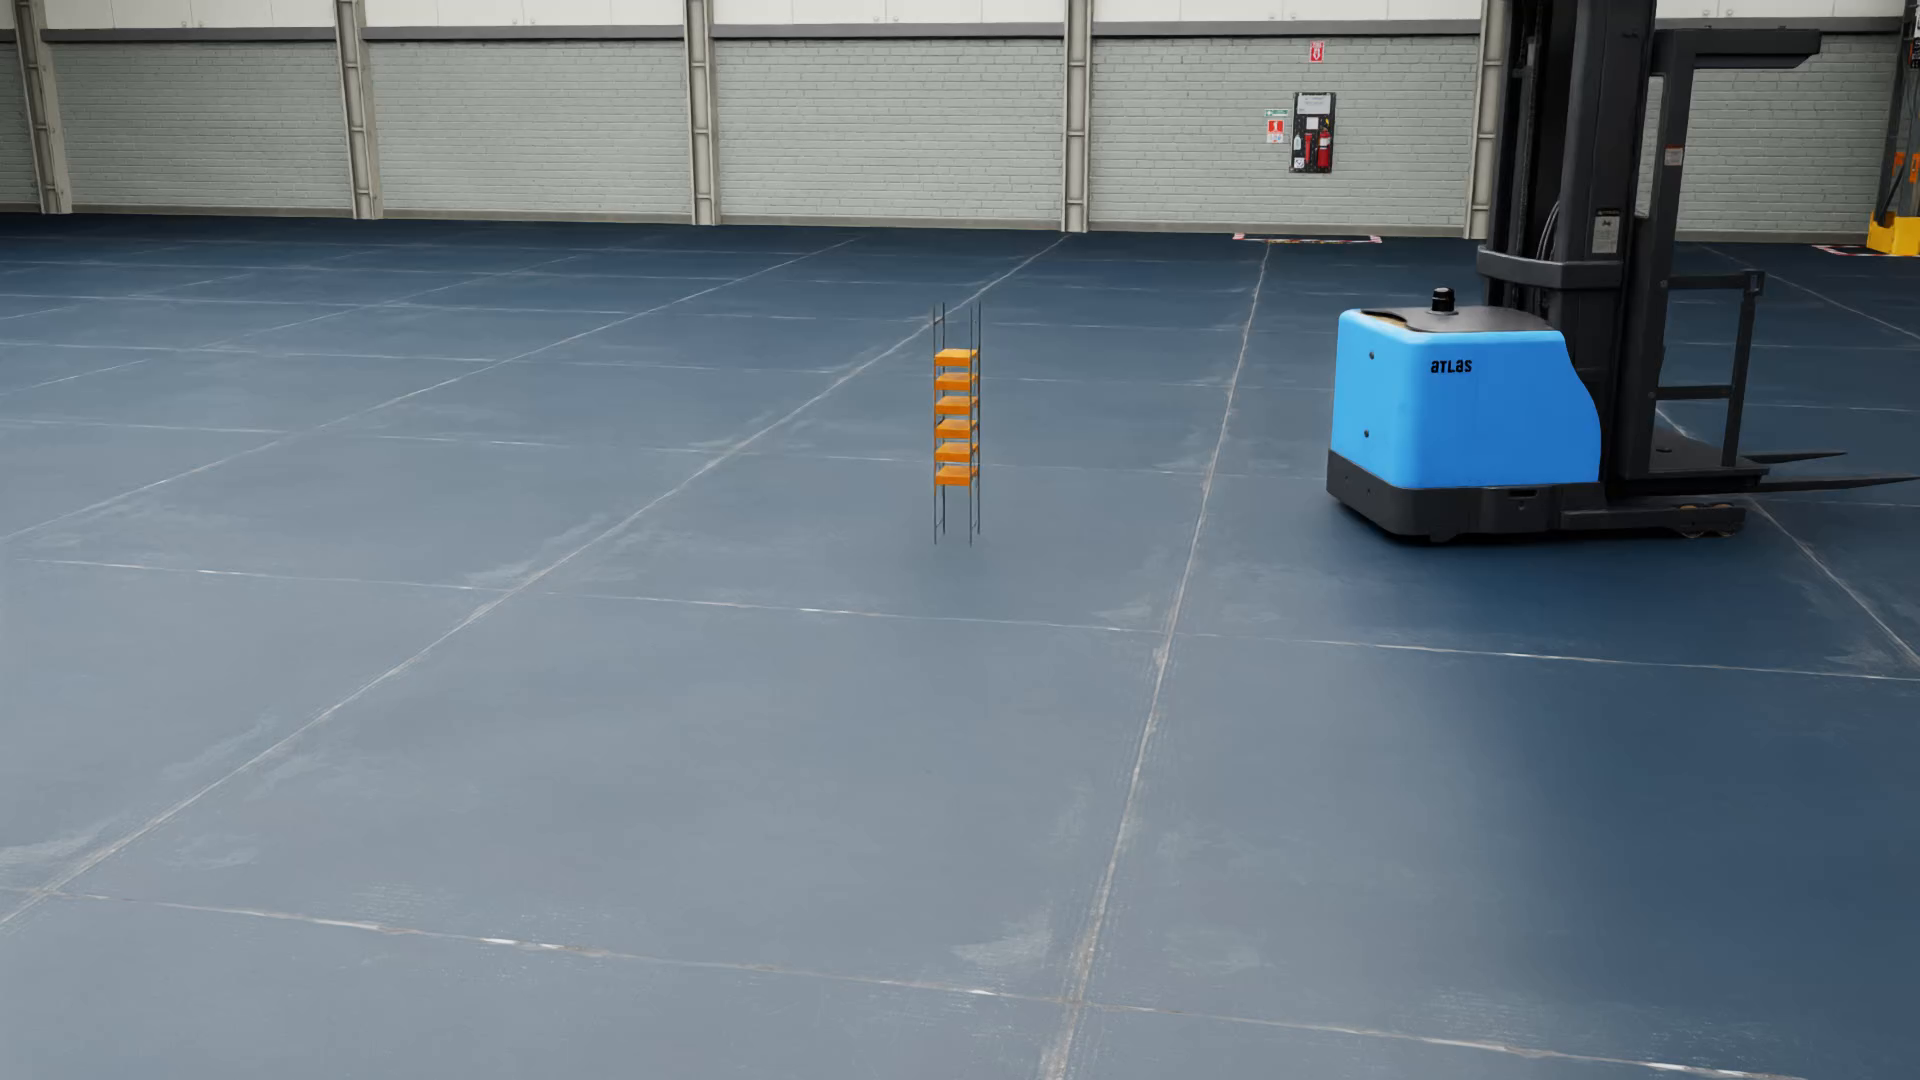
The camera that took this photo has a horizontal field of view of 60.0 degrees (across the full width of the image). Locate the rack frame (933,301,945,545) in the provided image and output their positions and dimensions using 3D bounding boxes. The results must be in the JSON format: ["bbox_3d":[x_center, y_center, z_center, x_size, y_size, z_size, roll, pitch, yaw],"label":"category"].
[{"bbox_3d":[-0.104,-0.584,8.352,0.006,1.200,0.240,3,16,11],"label":"rack frame"}]

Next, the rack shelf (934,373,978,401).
[{"bbox_3d":[-0.014,-0.767,8.282,0.180,0.103,0.258,3,16,11],"label":"rack shelf"}]

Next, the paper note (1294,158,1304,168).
[{"bbox_3d":[5.089,-5.655,24.939,0.142,0.148,0.016,3,16,11],"label":"paper note"}]

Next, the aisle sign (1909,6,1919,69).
[{"bbox_3d":[12.554,-6.581,21.760,0.004,0.787,0.394,3,16,11],"label":"aisle sign"}]

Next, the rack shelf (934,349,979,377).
[{"bbox_3d":[-0.014,-0.883,8.250,0.180,0.103,0.258,3,16,11],"label":"rack shelf"}]

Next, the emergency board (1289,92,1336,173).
[{"bbox_3d":[5.248,-6.052,24.722,0.643,1.169,0.194,3,16,11],"label":"emergency board"}]

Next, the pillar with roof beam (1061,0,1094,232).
[{"bbox_3d":[0.925,-7.995,20.497,0.400,9.000,9.100,3,16,11],"label":"pillar with roof beam"}]

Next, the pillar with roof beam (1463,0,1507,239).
[{"bbox_3d":[6.805,-7.676,19.345,0.400,9.000,9.100,3,16,11],"label":"pillar with roof beam"}]

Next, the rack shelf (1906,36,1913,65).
[{"bbox_3d":[14.644,-6.395,21.688,4.000,0.370,1.077,3,16,11],"label":"rack shelf"}]

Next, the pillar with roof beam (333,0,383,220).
[{"bbox_3d":[-10.834,-8.633,22.802,0.400,9.000,9.100,3,16,11],"label":"pillar with roof beam"}]

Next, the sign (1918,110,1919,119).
[{"bbox_3d":[12.576,-5.678,21.749,0.005,0.325,0.100,3,16,11],"label":"sign"}]

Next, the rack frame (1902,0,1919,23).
[{"bbox_3d":[12.684,-8.294,21.576,0.127,3.000,1.000,3,16,11],"label":"rack frame"}]

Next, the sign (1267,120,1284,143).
[{"bbox_3d":[4.727,-6.126,24.921,0.234,0.329,0.001,3,16,11],"label":"sign"}]

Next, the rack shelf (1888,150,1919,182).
[{"bbox_3d":[14.644,-4.950,22.089,4.000,0.370,1.077,3,16,11],"label":"rack shelf"}]

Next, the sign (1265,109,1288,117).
[{"bbox_3d":[4.730,-6.379,24.841,0.331,0.109,0.001,3,16,11],"label":"sign"}]

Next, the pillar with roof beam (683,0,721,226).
[{"bbox_3d":[-4.955,-8.314,21.650,0.400,9.000,9.100,3,16,11],"label":"pillar with roof beam"}]

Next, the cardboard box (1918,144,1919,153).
[{"bbox_3d":[13.181,-5.366,22.487,0.500,0.250,0.500,3,16,12],"label":"cardboard box"}]

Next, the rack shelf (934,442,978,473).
[{"bbox_3d":[-0.014,-0.421,8.379,0.180,0.103,0.258,3,16,11],"label":"rack shelf"}]

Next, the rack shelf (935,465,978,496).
[{"bbox_3d":[-0.014,-0.305,8.411,0.180,0.103,0.258,3,16,11],"label":"rack shelf"}]

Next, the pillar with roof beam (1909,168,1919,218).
[{"bbox_3d":[12.684,-7.357,18.193,0.400,9.000,9.100,3,16,11],"label":"pillar with roof beam"}]

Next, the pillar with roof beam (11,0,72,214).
[{"bbox_3d":[-16.714,-8.953,23.954,0.400,9.000,9.100,3,16,11],"label":"pillar with roof beam"}]

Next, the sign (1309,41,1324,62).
[{"bbox_3d":[5.260,-7.196,24.508,0.199,0.298,0.001,3,16,11],"label":"sign"}]

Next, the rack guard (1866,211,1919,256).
[{"bbox_3d":[12.758,-4.194,22.696,0.348,0.500,1.175,3,16,11],"label":"rack guard"}]

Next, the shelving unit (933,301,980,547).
[{"bbox_3d":[-0.014,-0.579,8.335,0.189,1.200,0.258,3,16,11],"label":"shelving unit"}]

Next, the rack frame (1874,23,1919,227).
[{"bbox_3d":[12.684,-5.403,22.377,0.127,3.000,1.000,3,16,11],"label":"rack frame"}]

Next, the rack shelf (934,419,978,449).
[{"bbox_3d":[-0.014,-0.536,8.346,0.180,0.103,0.258,3,16,11],"label":"rack shelf"}]

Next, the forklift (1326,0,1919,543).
[{"bbox_3d":[3.588,-1.560,8.634,3.031,2.935,1.130,-2,16,-8],"label":"forklift"}]

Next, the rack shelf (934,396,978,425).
[{"bbox_3d":[-0.014,-0.652,8.314,0.180,0.103,0.258,3,16,11],"label":"rack shelf"}]

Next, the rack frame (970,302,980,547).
[{"bbox_3d":[0.075,-0.574,8.317,0.006,1.200,0.240,3,16,11],"label":"rack frame"}]
